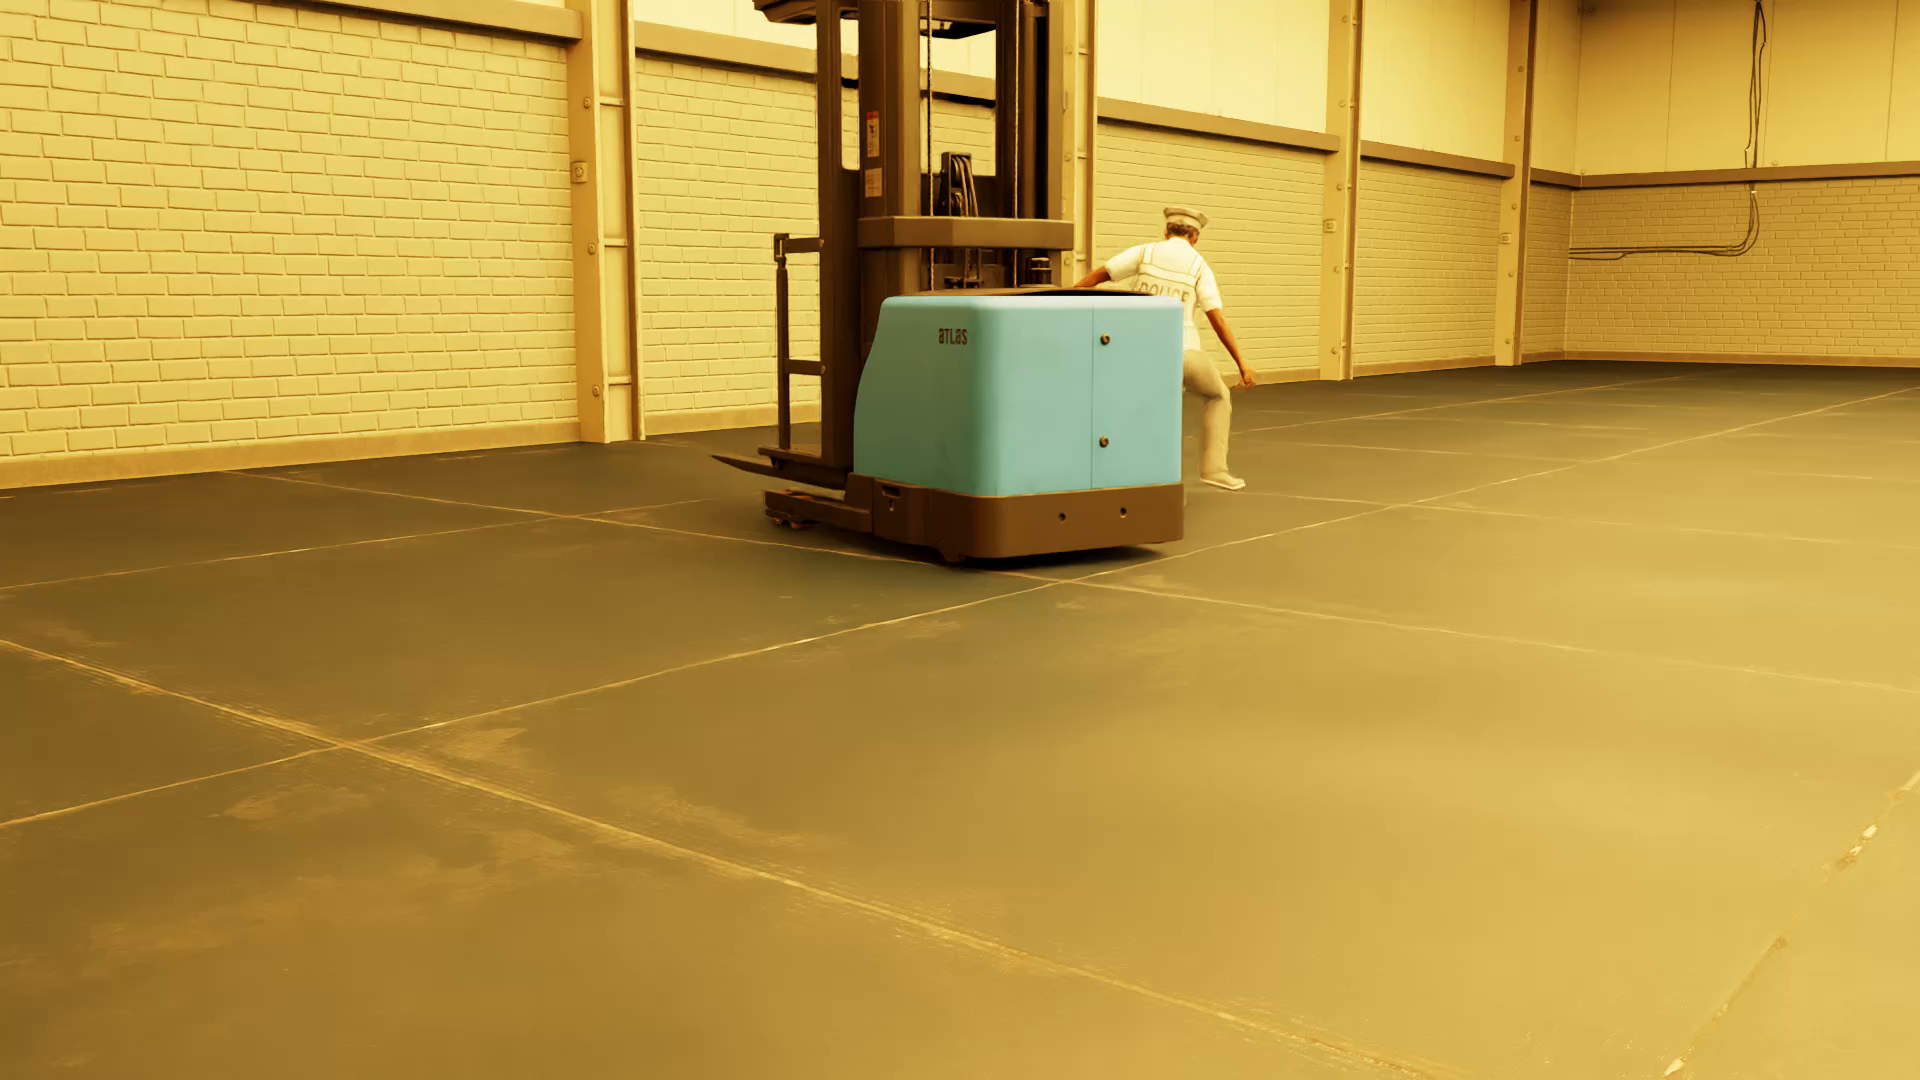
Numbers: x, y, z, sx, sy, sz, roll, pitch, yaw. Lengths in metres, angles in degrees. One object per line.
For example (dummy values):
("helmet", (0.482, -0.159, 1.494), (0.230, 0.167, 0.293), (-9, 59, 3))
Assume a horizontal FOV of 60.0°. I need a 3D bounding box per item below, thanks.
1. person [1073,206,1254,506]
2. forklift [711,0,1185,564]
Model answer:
("person", (0.960, -0.899, 8.485), (1.080, 1.589, 0.560), (0, 8, 1))
("forklift", (-0.267, -1.529, 7.731), (1.130, 2.935, 3.031), (-5, 10, -31))
